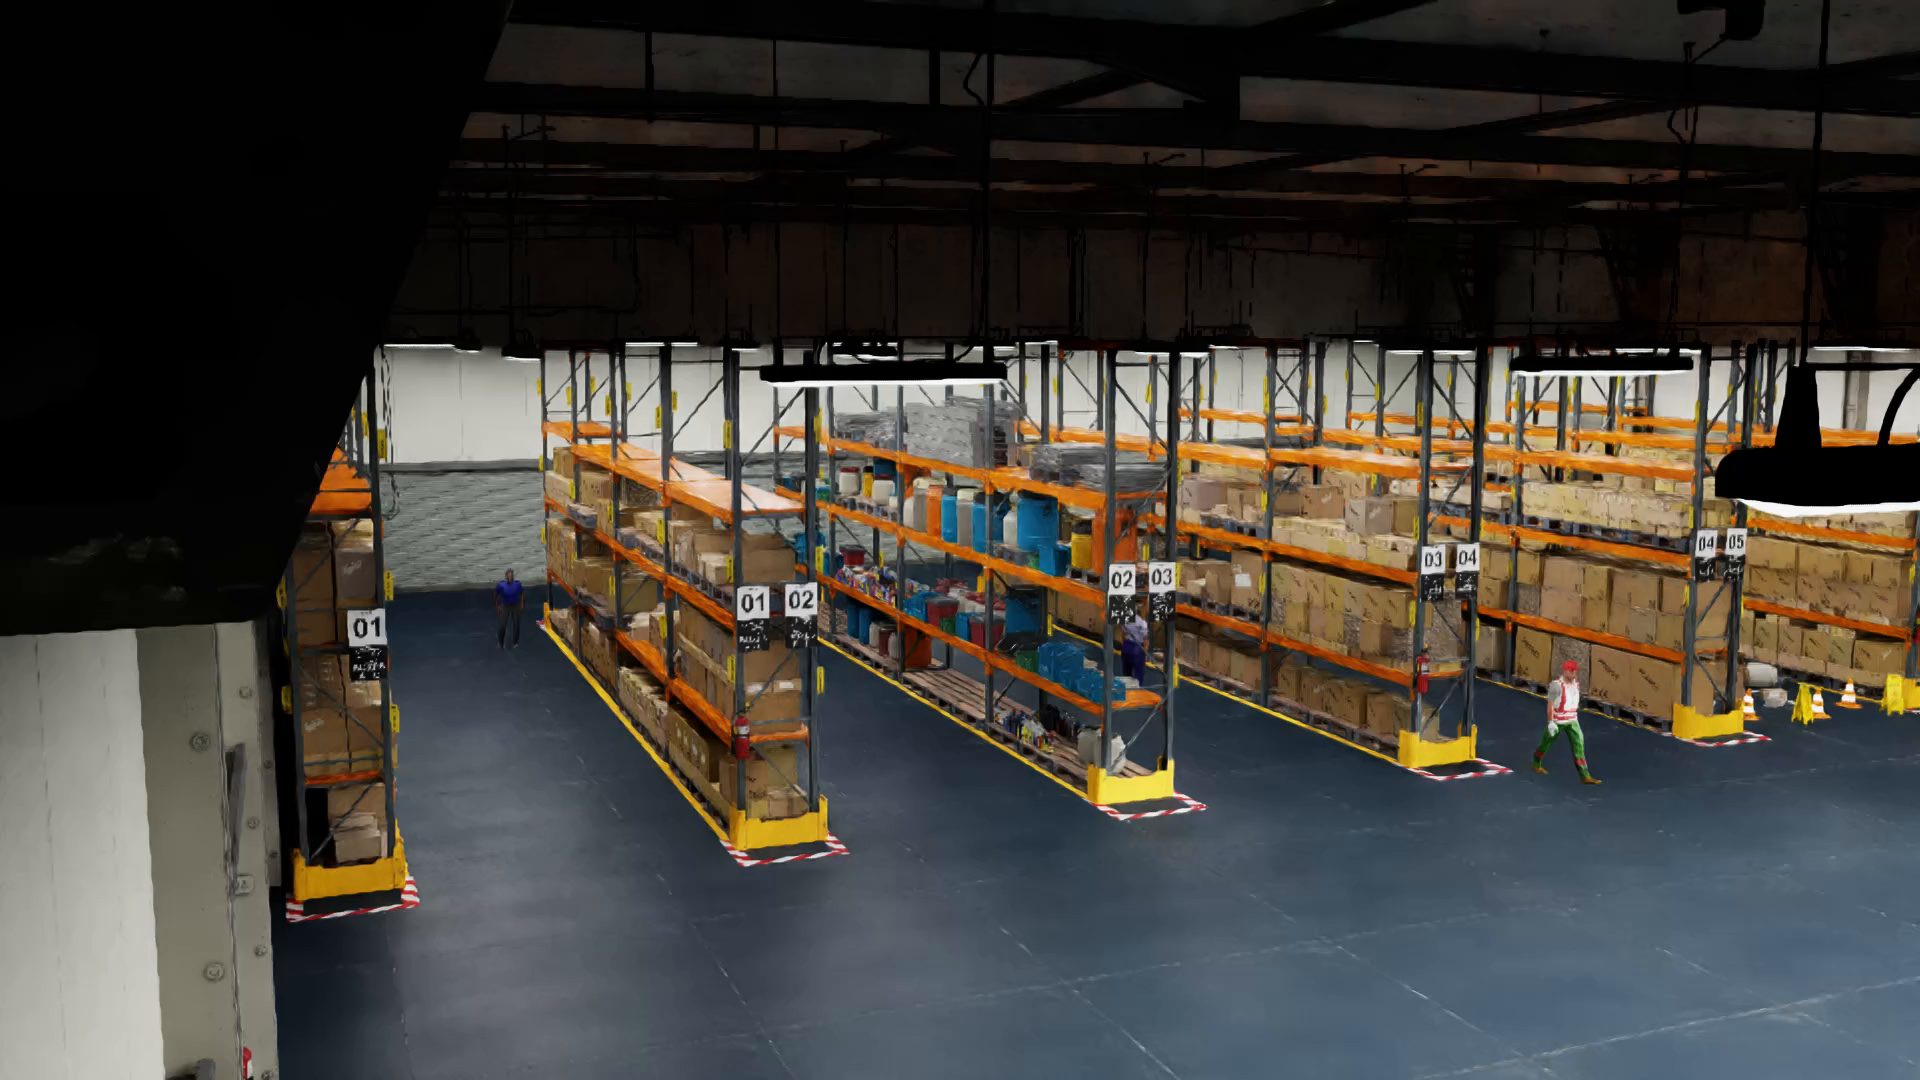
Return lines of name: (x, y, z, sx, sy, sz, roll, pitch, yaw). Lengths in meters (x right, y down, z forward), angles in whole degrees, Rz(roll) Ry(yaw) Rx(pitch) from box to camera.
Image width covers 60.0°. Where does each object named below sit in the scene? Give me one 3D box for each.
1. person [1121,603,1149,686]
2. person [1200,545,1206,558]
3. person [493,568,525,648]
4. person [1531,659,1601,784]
person: (2.967, 1.875, 27.945, 0.569, 1.658, 0.445, 6, 9, 38)
person: (6.094, 0.082, 41.714, 0.487, 1.679, 0.511, 6, 10, 39)
person: (-8.794, 1.329, 32.463, 0.592, 1.604, 0.518, -3, 8, -23)
person: (8.375, 2.477, 23.013, 0.553, 1.693, 1.123, -3, 8, -19)
